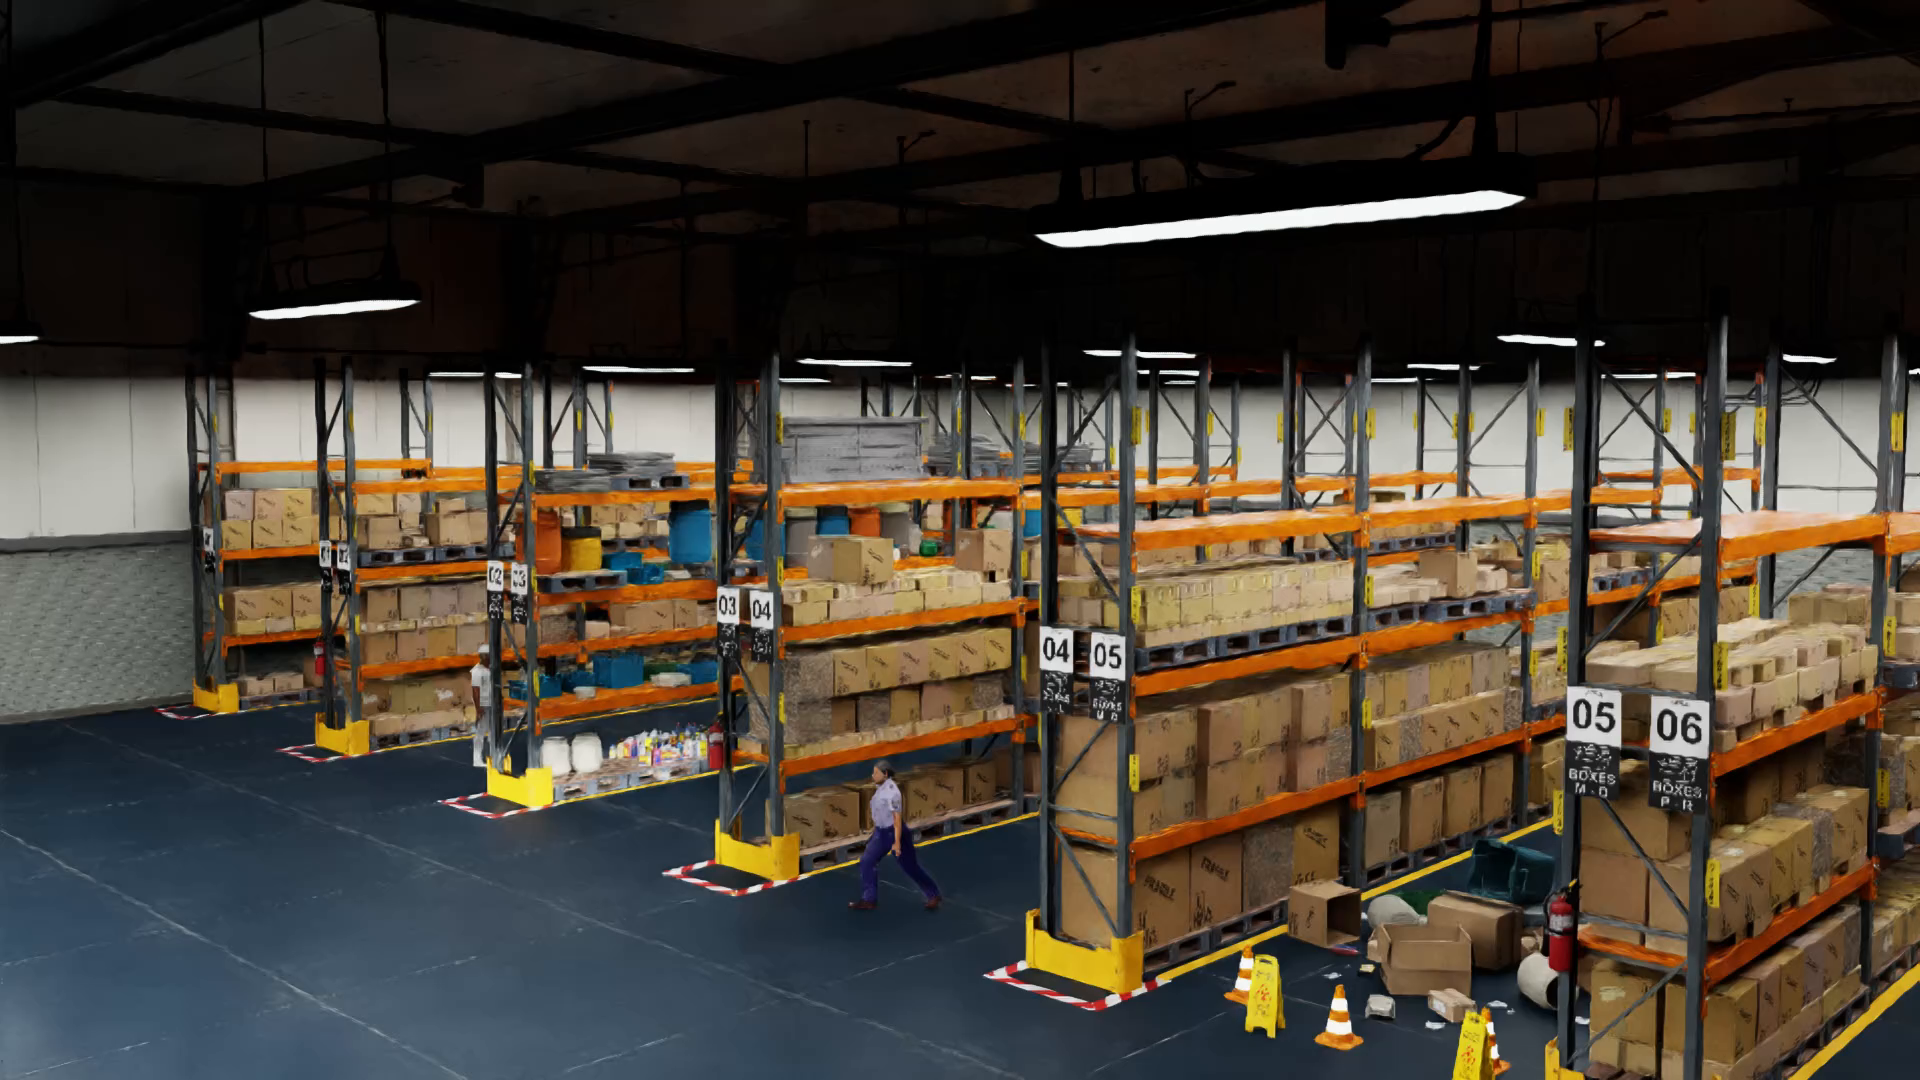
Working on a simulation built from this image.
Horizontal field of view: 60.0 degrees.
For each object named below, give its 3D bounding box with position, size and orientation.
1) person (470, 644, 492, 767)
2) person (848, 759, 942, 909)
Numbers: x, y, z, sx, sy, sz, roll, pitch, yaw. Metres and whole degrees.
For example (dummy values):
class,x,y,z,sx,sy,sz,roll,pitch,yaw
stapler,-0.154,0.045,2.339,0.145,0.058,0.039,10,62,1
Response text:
class,x,y,z,sx,sy,sz,roll,pitch,yaw
person,-6.879,2.407,24.318,0.447,1.762,0.632,1,5,14
person,-0.662,3.052,17.233,0.934,1.582,0.534,-2,5,-25
